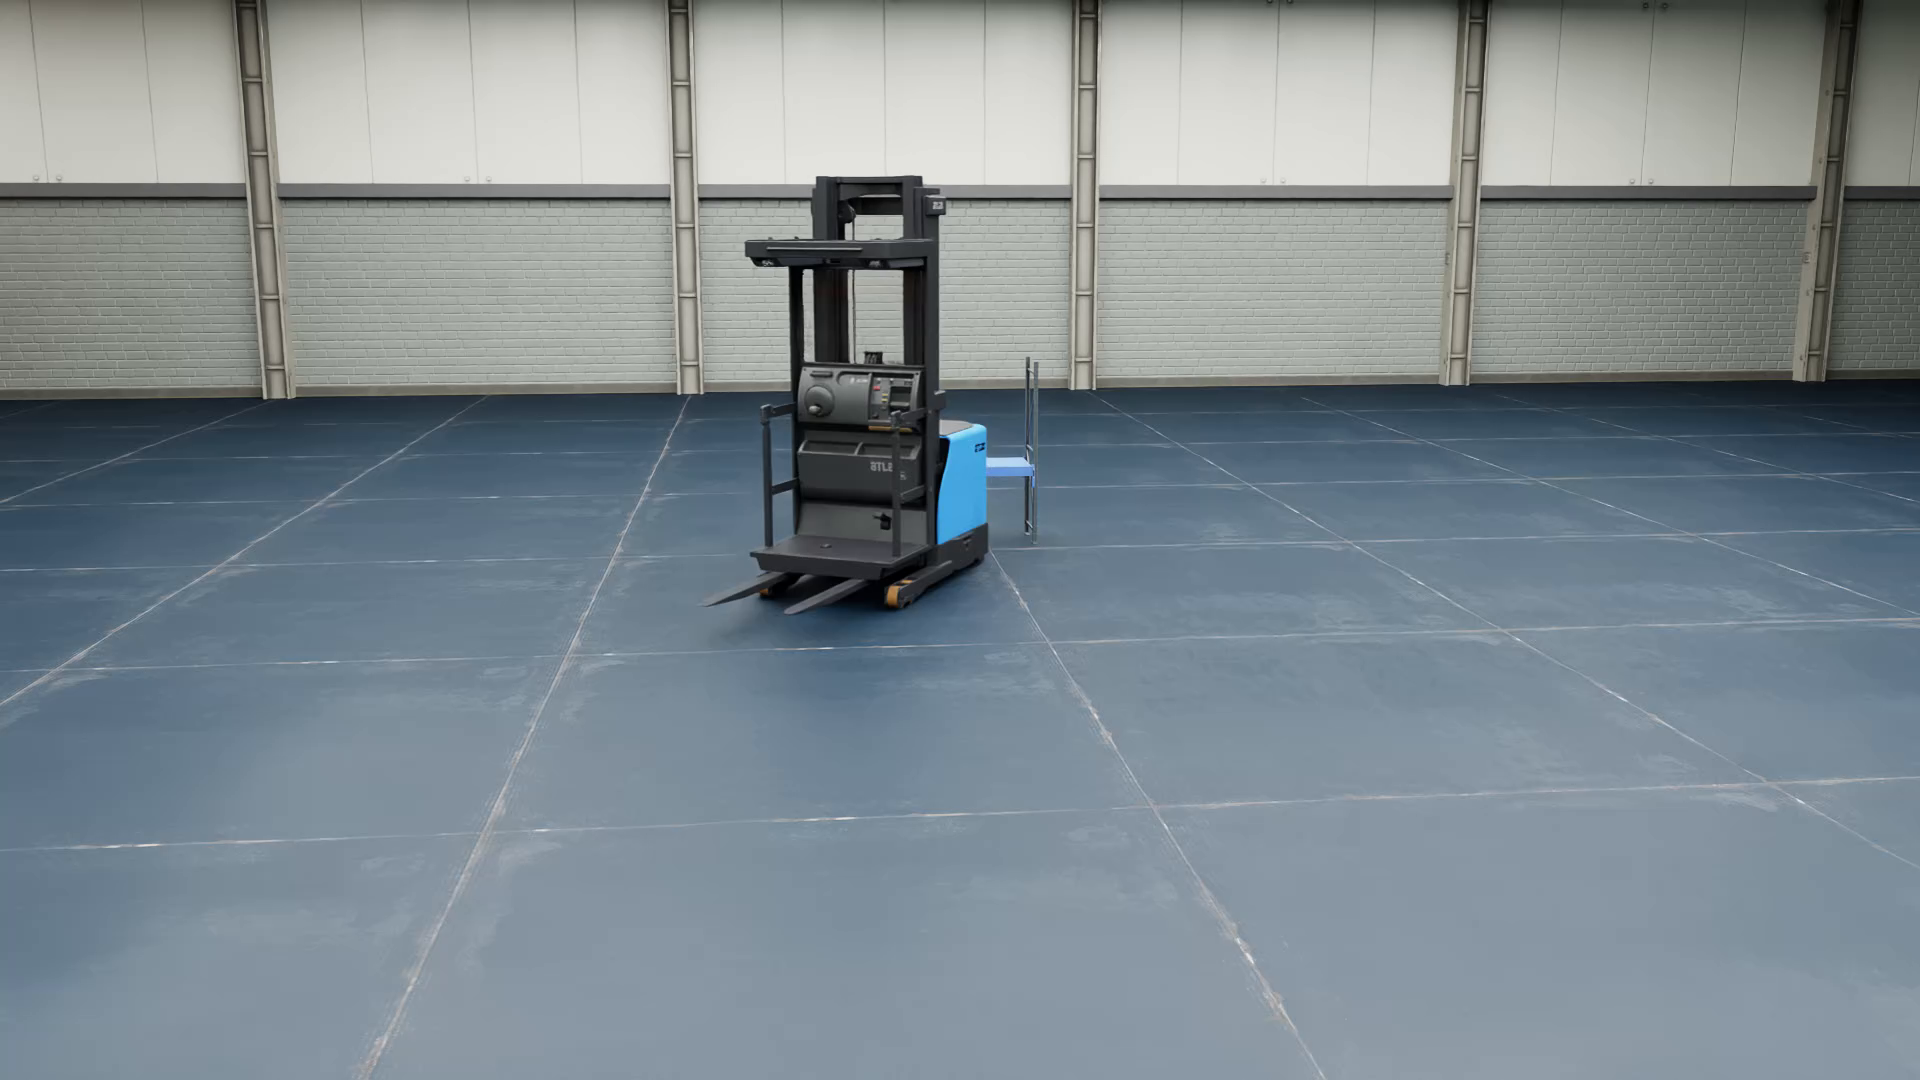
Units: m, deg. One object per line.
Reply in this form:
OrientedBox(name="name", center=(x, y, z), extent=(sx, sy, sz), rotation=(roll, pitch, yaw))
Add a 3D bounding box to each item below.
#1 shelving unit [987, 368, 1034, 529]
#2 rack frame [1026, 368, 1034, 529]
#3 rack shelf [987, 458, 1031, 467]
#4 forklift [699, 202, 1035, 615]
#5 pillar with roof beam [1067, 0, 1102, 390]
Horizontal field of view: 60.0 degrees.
OrientedBox(name="shelving unit", center=(0.104, -0.738, 13.736), extent=(0.991, 1.308, 0.475), rotation=(-1, 11, -6))
OrientedBox(name="rack frame", center=(0.590, -0.749, 13.788), extent=(0.013, 1.308, 0.475), rotation=(-1, 11, -6))
OrientedBox(name="rack shelf", center=(0.085, -0.609, 13.758), extent=(0.952, 0.062, 0.459), rotation=(-1, 11, -6))
OrientedBox(name="forklift", center=(-6.965, -0.750, 8.354), extent=(10.324, 3.598, 15.967), rotation=(4, 12, 21))
OrientedBox(name="pillar with roof beam", center=(2.354, -5.940, 20.753), extent=(0.400, 9.000, 9.100), rotation=(-1, 11, -6))
